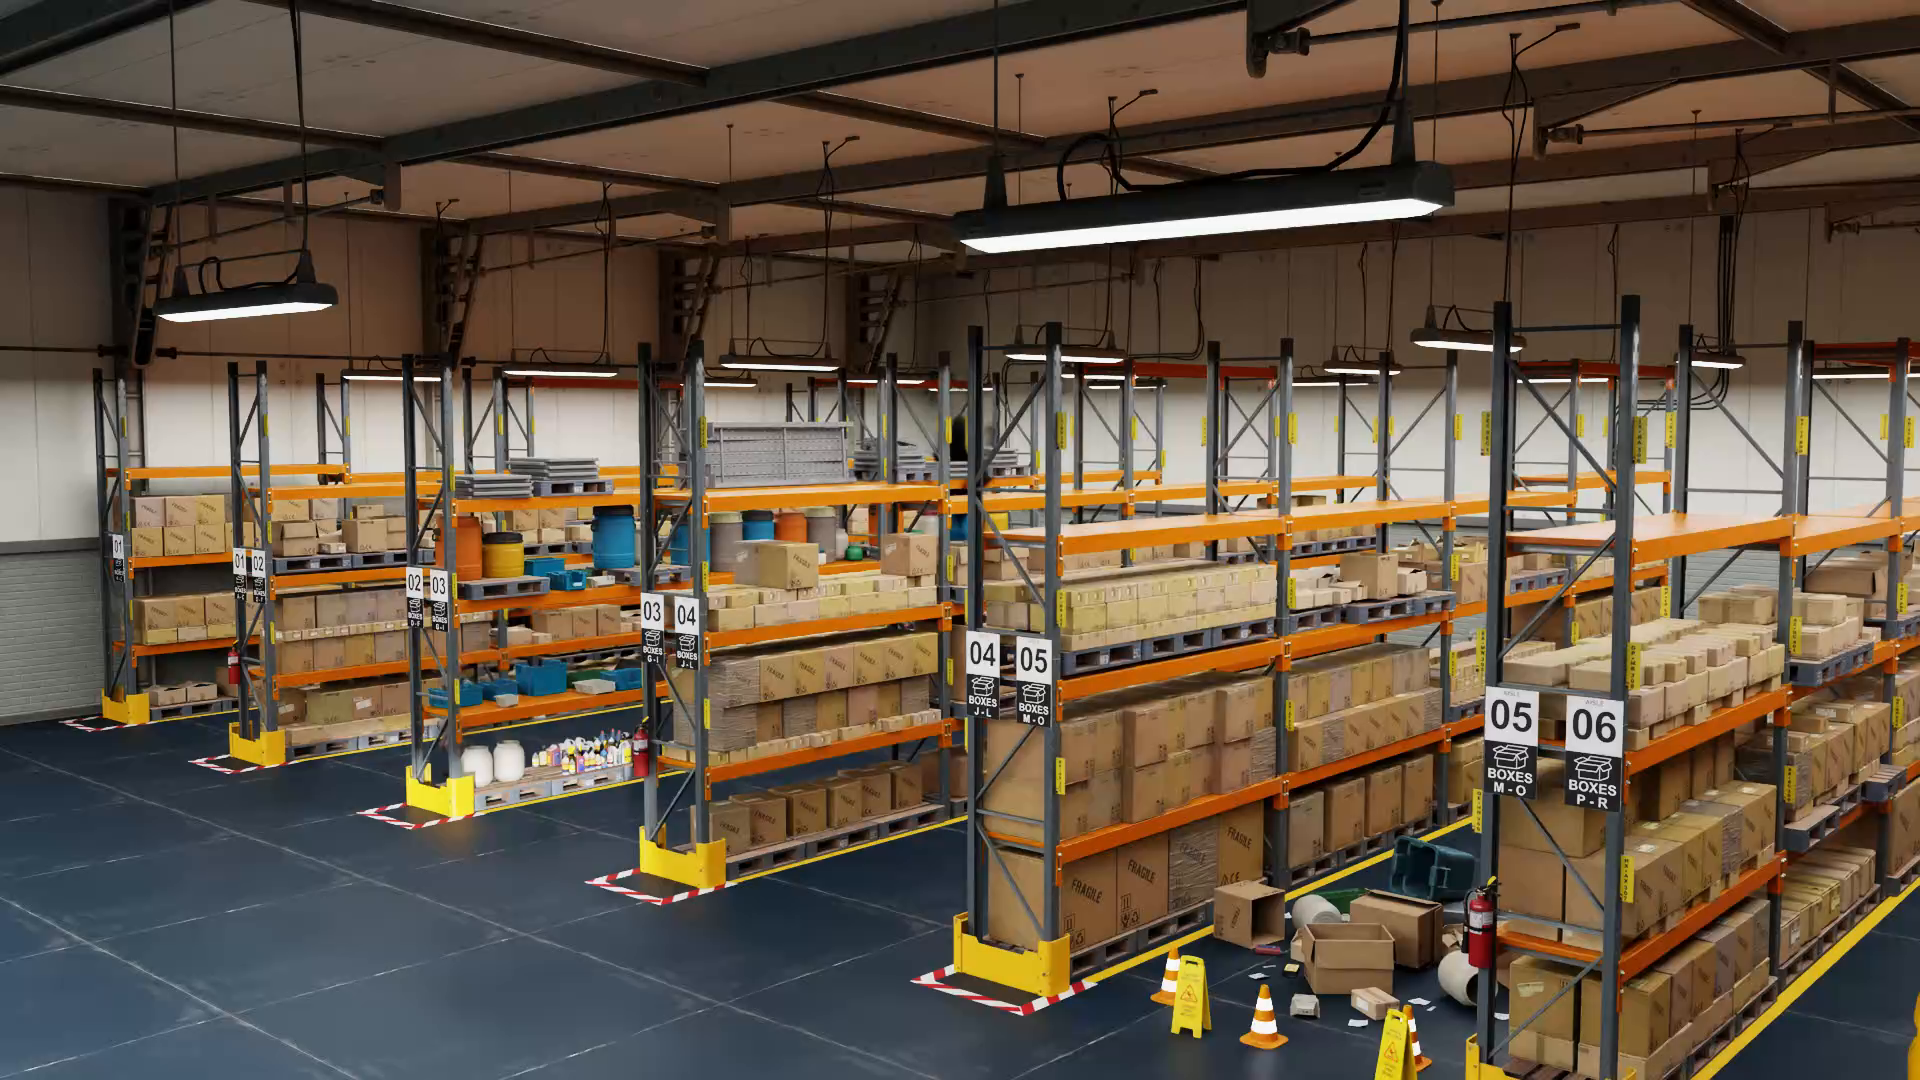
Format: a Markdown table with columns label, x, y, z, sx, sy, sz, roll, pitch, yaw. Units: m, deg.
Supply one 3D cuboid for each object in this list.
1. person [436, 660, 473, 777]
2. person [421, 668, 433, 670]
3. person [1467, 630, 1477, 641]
| label | x | y | z | sx | sy | sz | roll | pitch | yaw |
| --- | --- | --- | --- | --- | --- | --- | --- | --- | --- |
| person | -7.278 | 2.560 | 24.057 | 0.671 | 1.676 | 0.597 | 2 | 5 | 28 |
| person | -9.442 | 2.203 | 29.120 | 0.582 | 1.634 | 0.605 | 3 | 5 | 34 |
| person | 8.303 | 2.327 | 26.833 | 0.677 | 1.744 | 0.700 | -4 | 6 | -41 |
